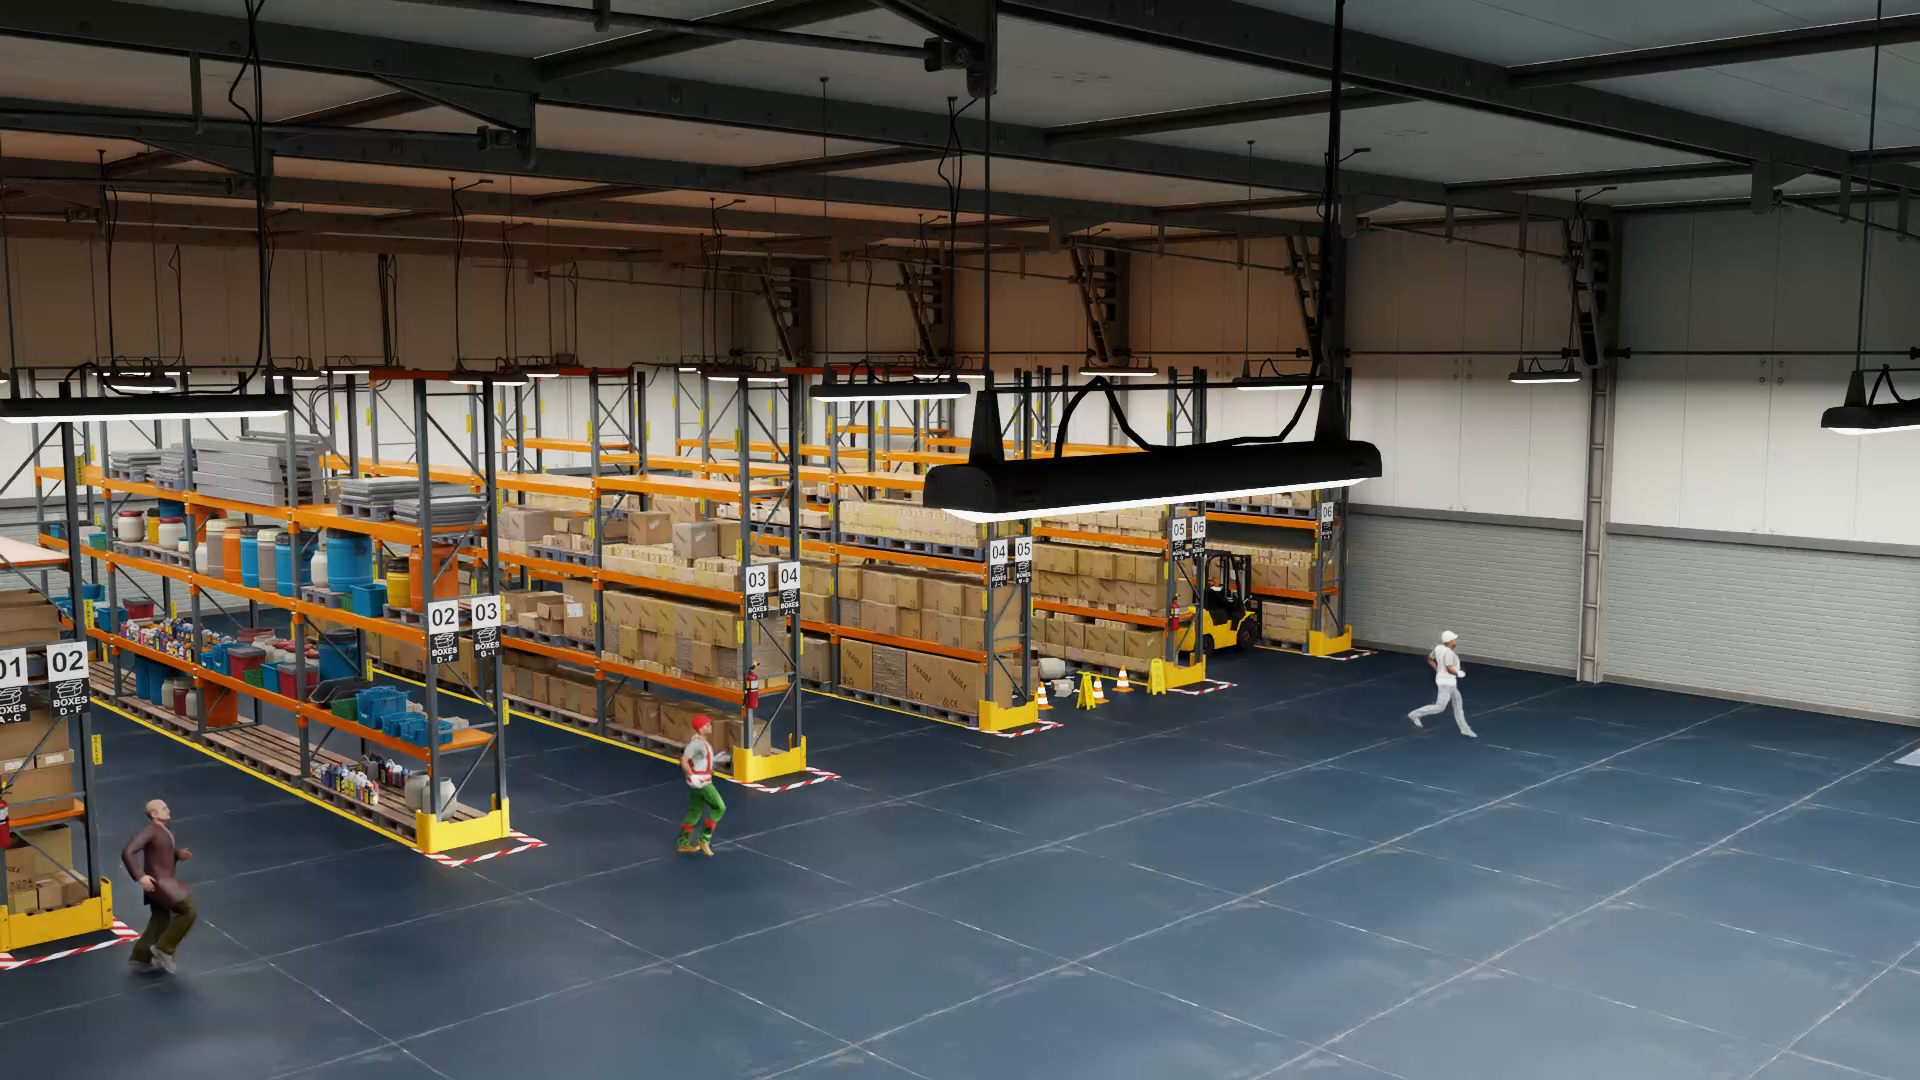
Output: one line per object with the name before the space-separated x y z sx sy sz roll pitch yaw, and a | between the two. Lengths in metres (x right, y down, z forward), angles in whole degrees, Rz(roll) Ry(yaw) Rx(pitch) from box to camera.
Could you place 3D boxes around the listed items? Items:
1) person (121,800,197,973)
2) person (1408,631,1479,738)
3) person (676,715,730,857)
person | -8.211 3.543 17.068 0.679 1.773 0.691 -2 7 -21
person | 7.963 2.380 27.310 1.160 1.781 0.648 1 7 9
person | -3.244 3.092 21.004 0.713 1.809 0.619 -2 7 -15
